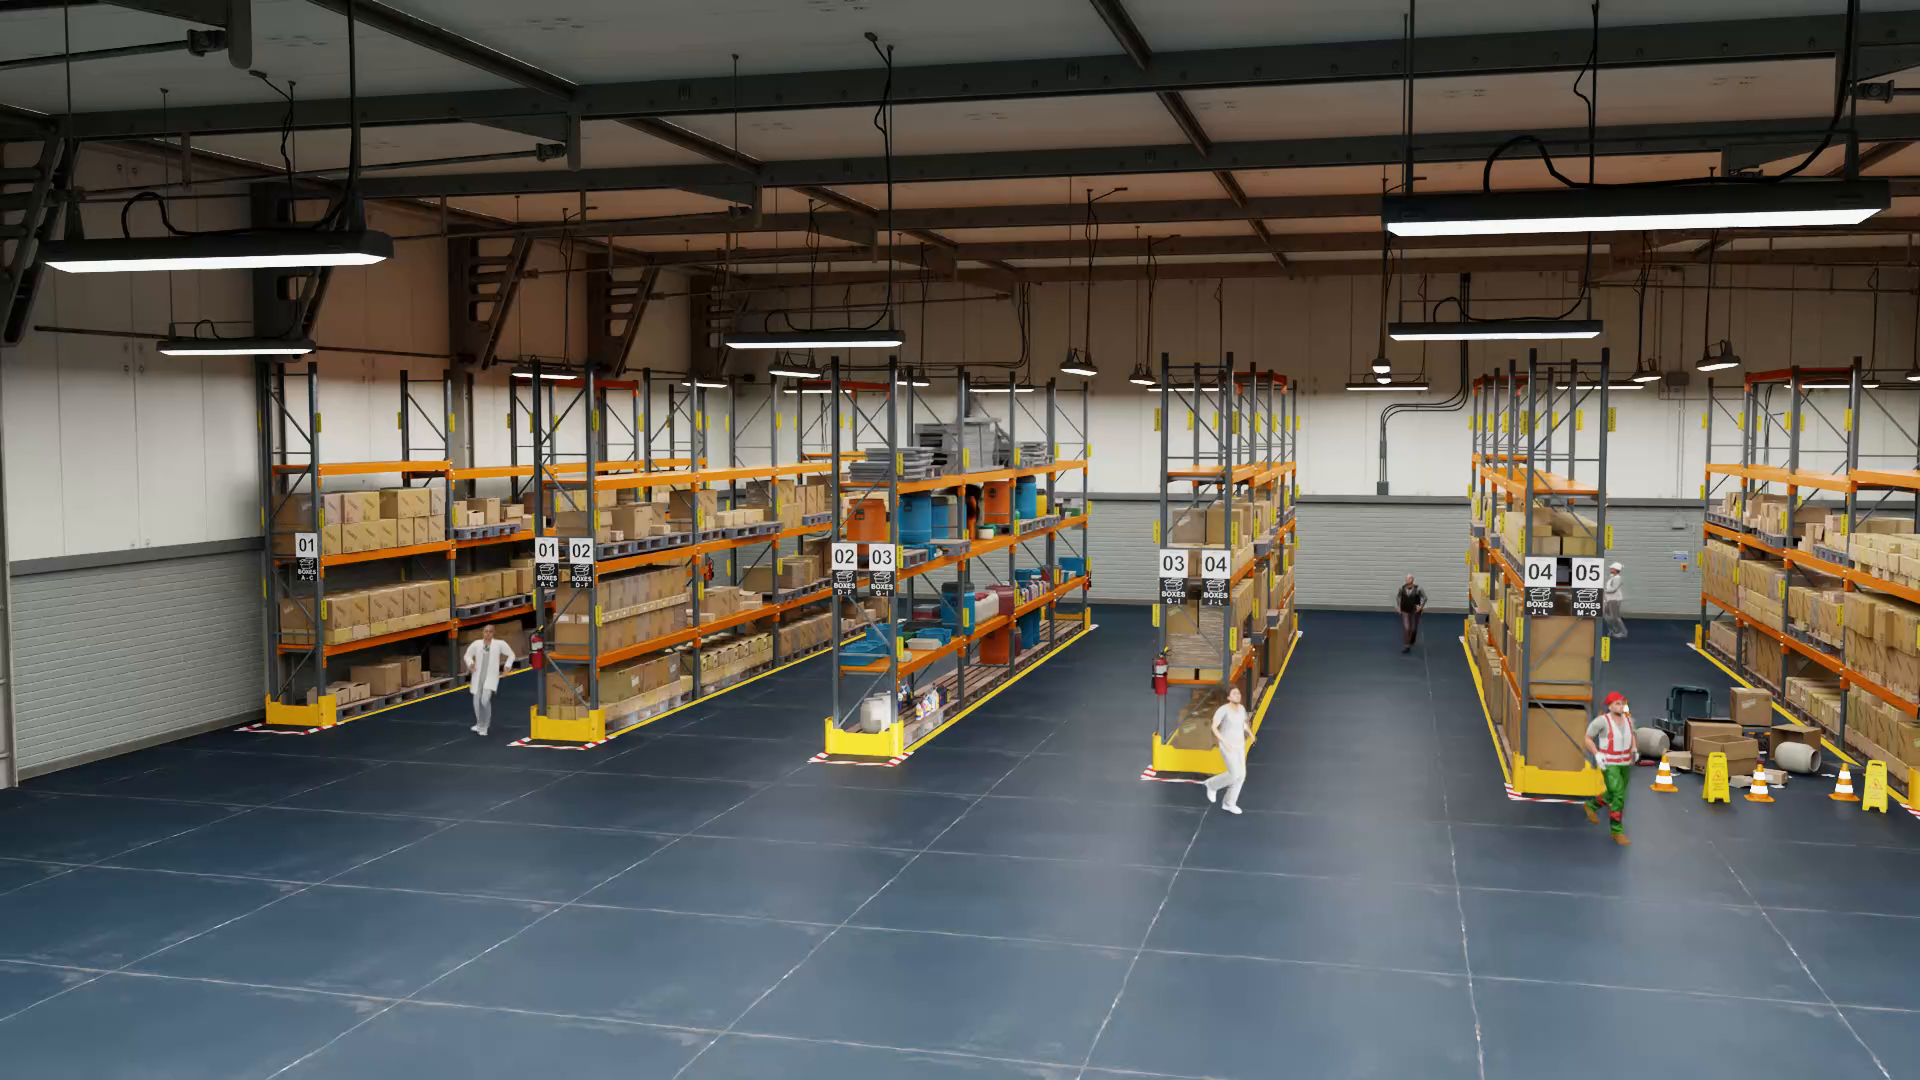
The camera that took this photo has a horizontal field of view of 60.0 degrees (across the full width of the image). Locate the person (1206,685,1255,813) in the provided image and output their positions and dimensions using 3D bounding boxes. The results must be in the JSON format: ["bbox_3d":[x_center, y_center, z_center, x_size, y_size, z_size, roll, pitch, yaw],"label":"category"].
[{"bbox_3d":[3.508,2.684,21.487,0.560,1.639,0.605,-3,5,-34],"label":"person"}]

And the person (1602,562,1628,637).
[{"bbox_3d":[15.164,1.403,38.642,0.693,1.772,0.634,1,4,12],"label":"person"}]

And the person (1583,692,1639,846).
[{"bbox_3d":[7.831,2.707,20.056,0.653,1.801,0.826,-1,4,-20],"label":"person"}]

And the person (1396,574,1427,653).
[{"bbox_3d":[9.889,1.595,36.437,0.678,1.712,0.747,2,4,24],"label":"person"}]

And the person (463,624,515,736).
[{"bbox_3d":[-7.609,2.263,26.759,0.775,1.805,0.636,0,4,2],"label":"person"}]
